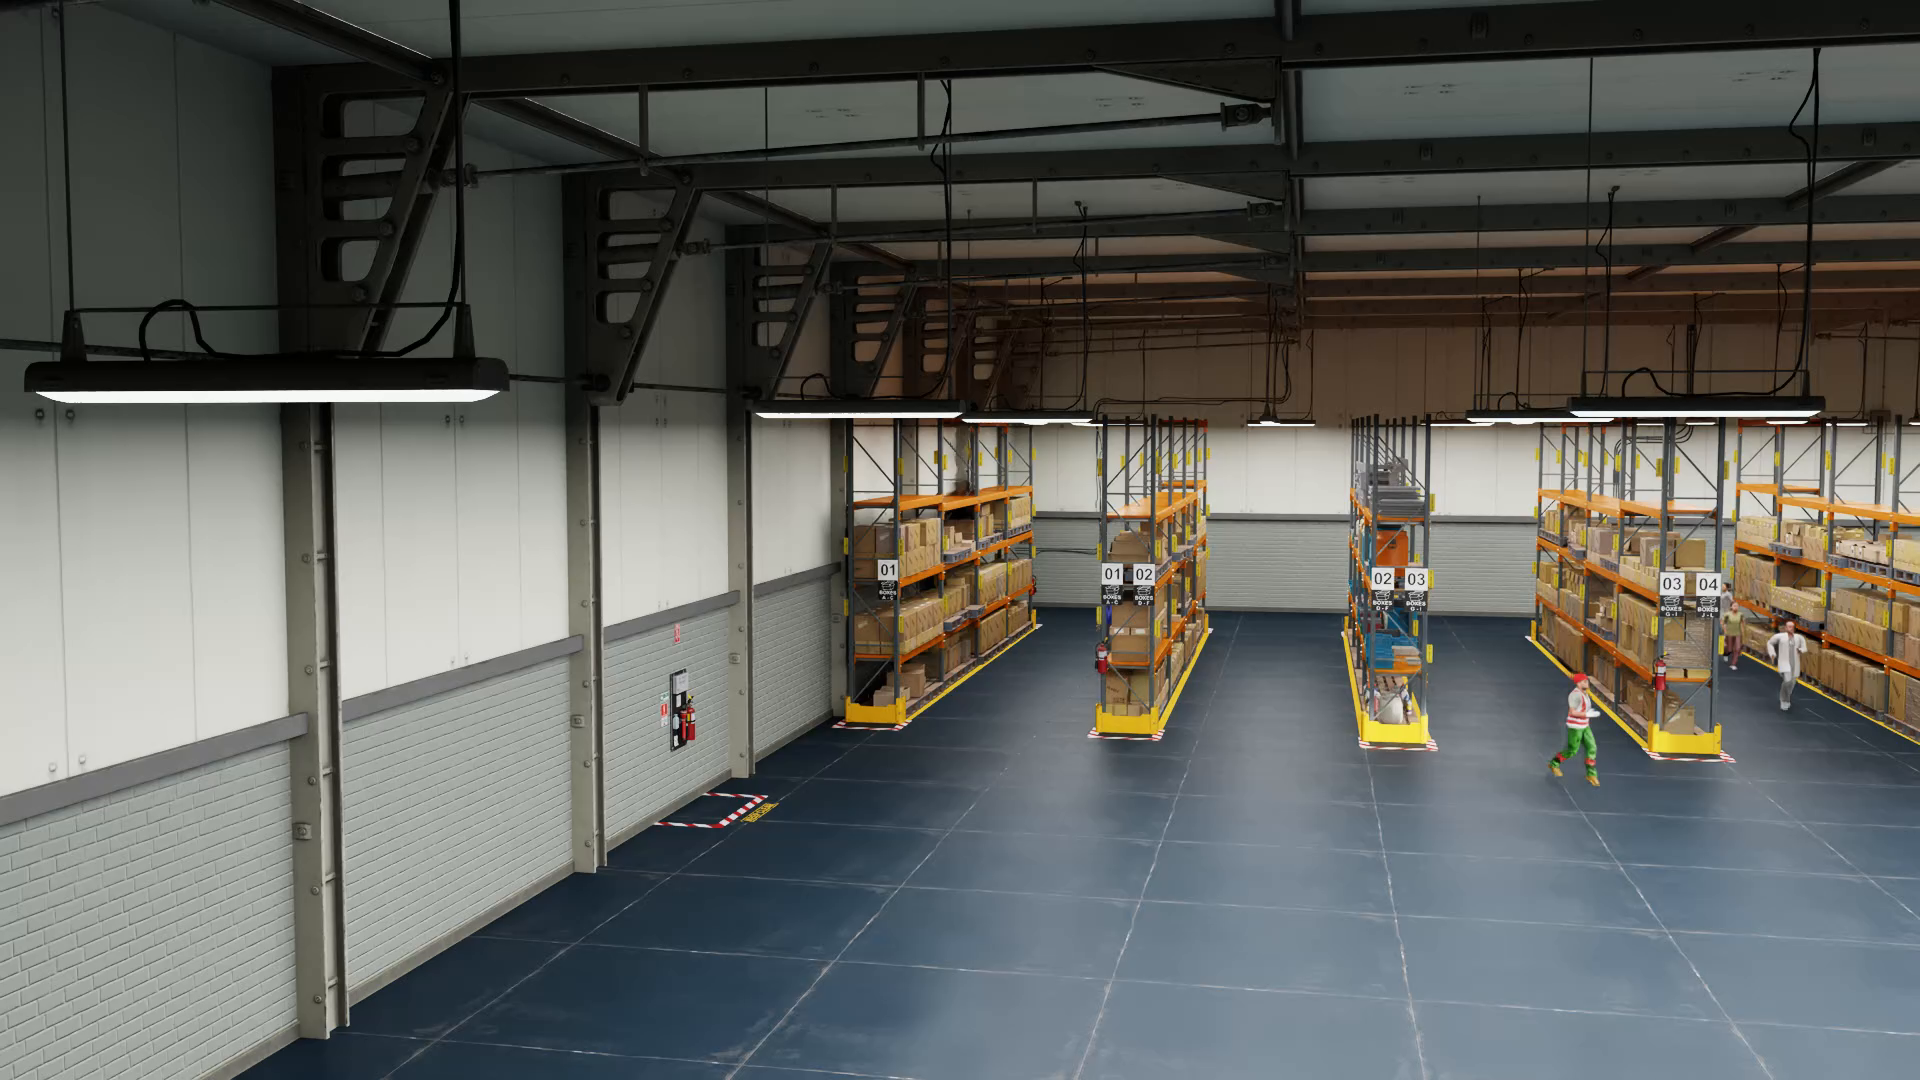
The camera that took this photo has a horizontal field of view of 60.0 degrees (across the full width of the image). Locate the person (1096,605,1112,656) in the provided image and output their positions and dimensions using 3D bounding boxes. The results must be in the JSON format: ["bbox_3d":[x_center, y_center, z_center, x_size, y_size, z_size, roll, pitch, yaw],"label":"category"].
[{"bbox_3d":[3.593,2.232,40.556,0.582,1.618,0.578,0,4,7],"label":"person"}]

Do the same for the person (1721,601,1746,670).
[{"bbox_3d":[18.523,2.265,39.857,0.572,1.629,0.713,1,4,10],"label":"person"}]

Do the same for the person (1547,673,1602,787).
[{"bbox_3d":[9.946,3.055,26.868,0.912,1.849,0.690,3,5,41],"label":"person"}]

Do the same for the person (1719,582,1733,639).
[{"bbox_3d":[20.788,1.936,45.268,0.536,1.593,0.693,1,4,10],"label":"person"}]

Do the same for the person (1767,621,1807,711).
[{"bbox_3d":[16.944,2.577,34.009,0.674,1.829,0.811,0,4,4],"label":"person"}]
